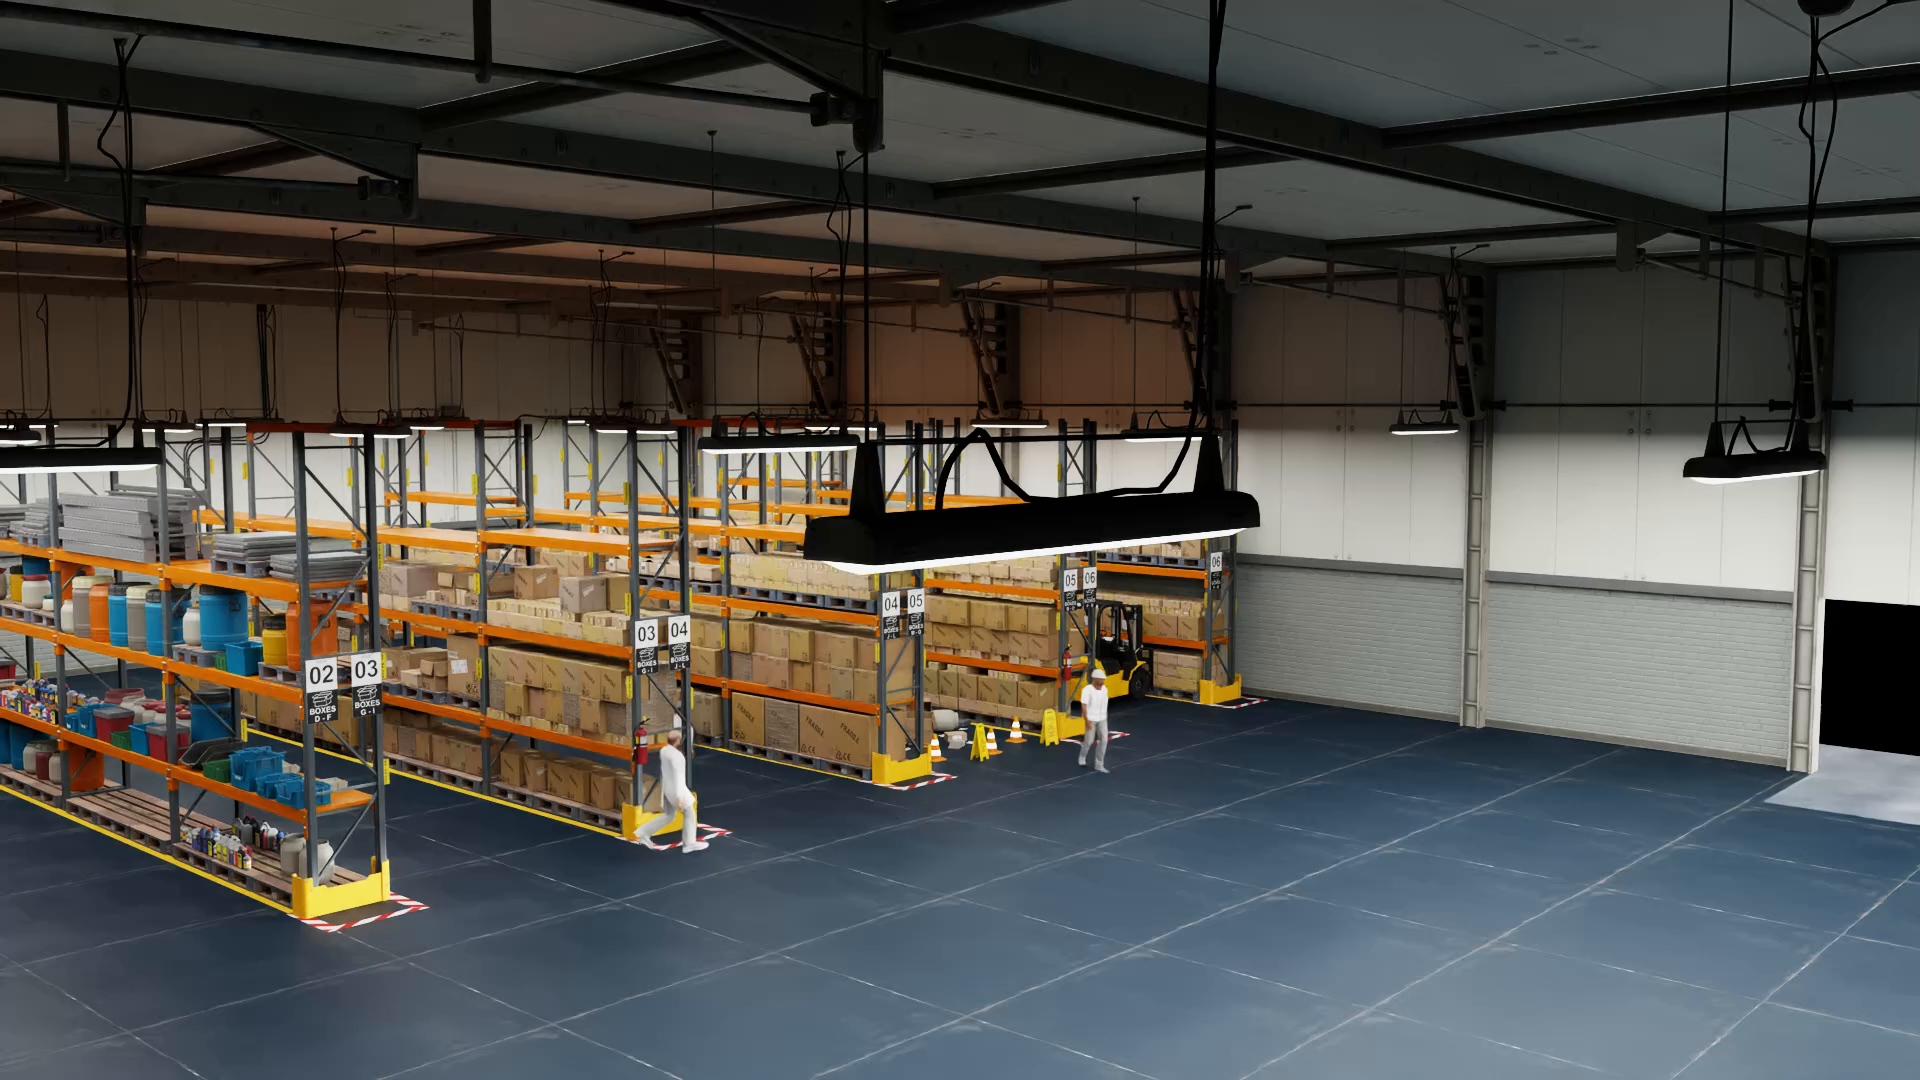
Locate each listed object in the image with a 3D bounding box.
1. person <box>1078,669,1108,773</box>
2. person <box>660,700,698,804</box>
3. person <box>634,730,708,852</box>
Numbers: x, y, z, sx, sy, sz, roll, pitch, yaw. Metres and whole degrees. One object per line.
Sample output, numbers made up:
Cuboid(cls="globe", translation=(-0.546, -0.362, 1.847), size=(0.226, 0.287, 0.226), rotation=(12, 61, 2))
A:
Cuboid(cls="person", translation=(2.342, 3.122, 28.831), size=(0.657, 1.774, 0.732), rotation=(-3, 6, -35))
Cuboid(cls="person", translation=(-4.504, 3.350, 26.587), size=(0.972, 1.605, 0.498), rotation=(2, 5, 25))
Cuboid(cls="person", translation=(-4.085, 3.540, 23.445), size=(0.998, 1.736, 0.669), rotation=(-3, 5, -29))
